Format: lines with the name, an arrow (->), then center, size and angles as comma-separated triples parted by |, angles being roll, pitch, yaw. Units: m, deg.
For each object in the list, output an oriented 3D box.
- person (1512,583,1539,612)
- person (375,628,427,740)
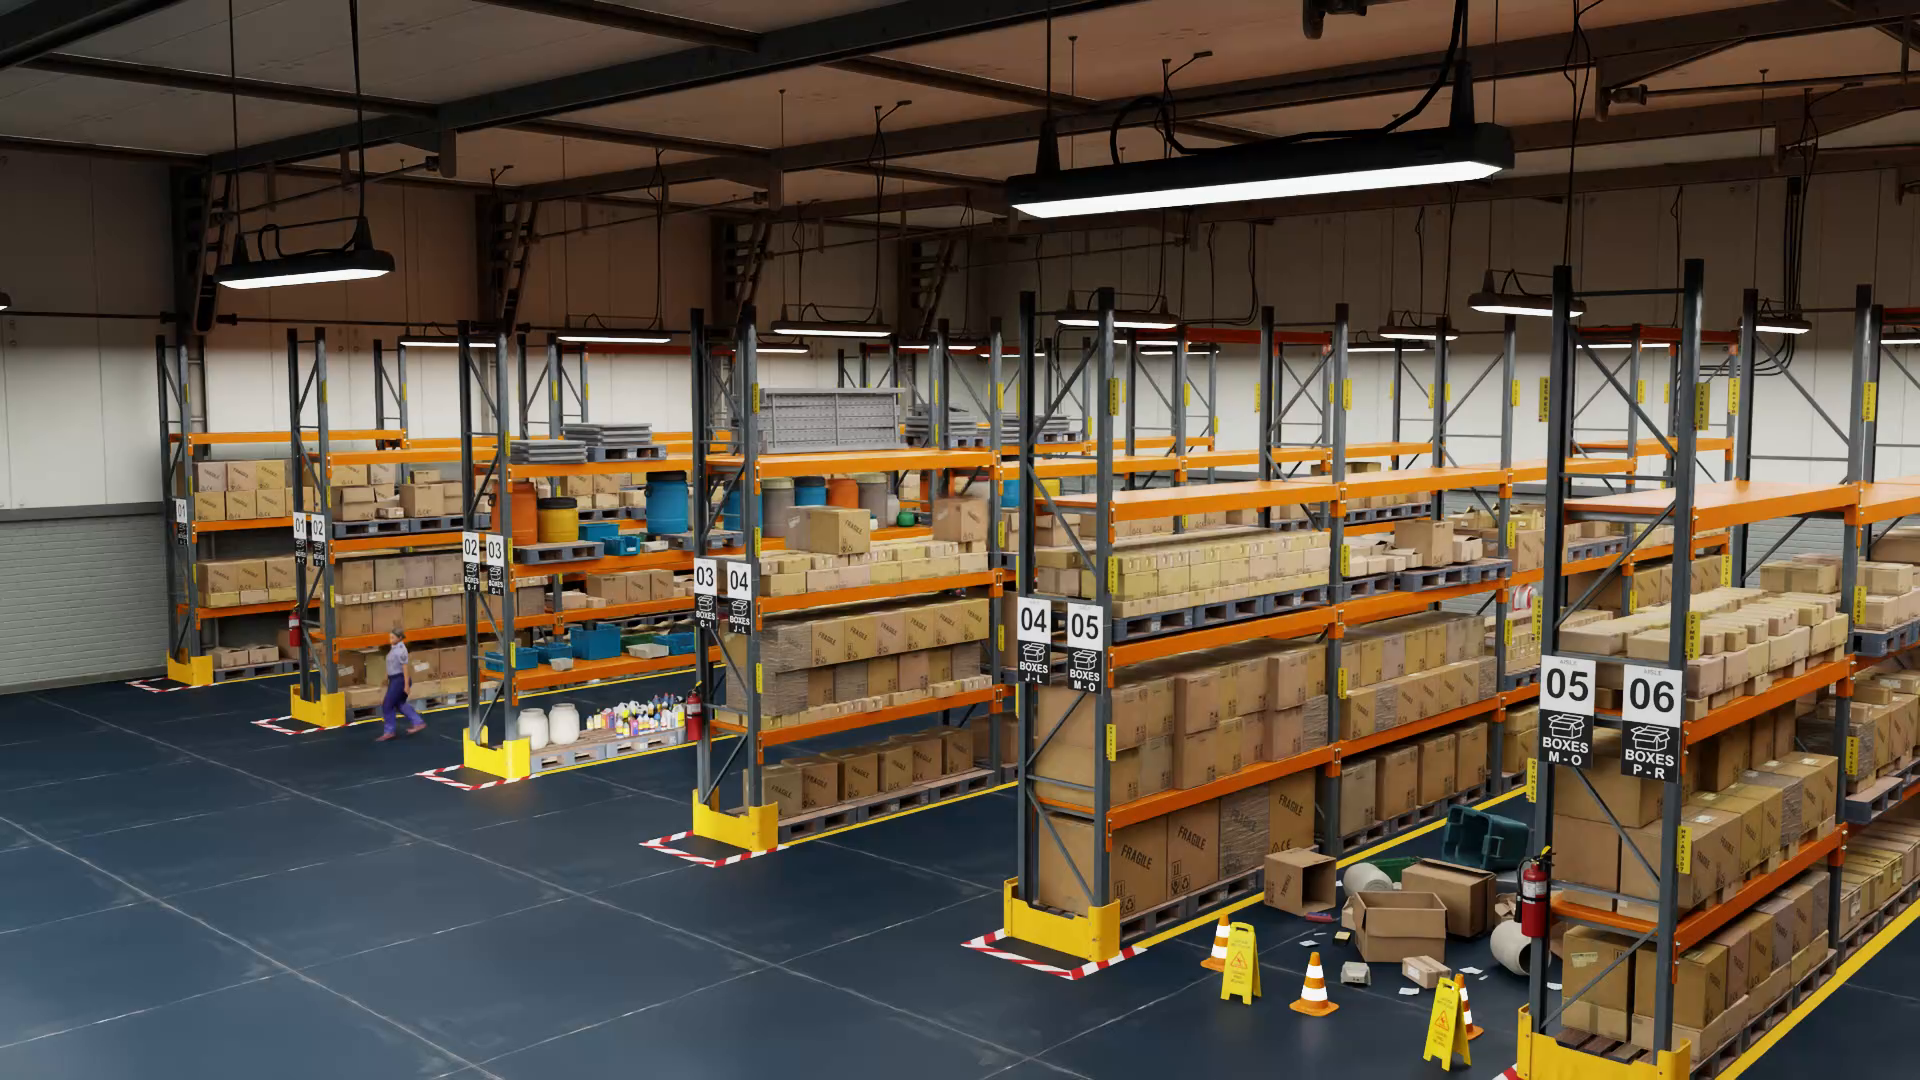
person -> 10.203, 1.430, 30.239 | 0.584, 1.721, 1.050 | 4, 7, 38
person -> -8.180, 2.094, 24.284 | 0.750, 1.648, 0.554 | -3, 6, -27
